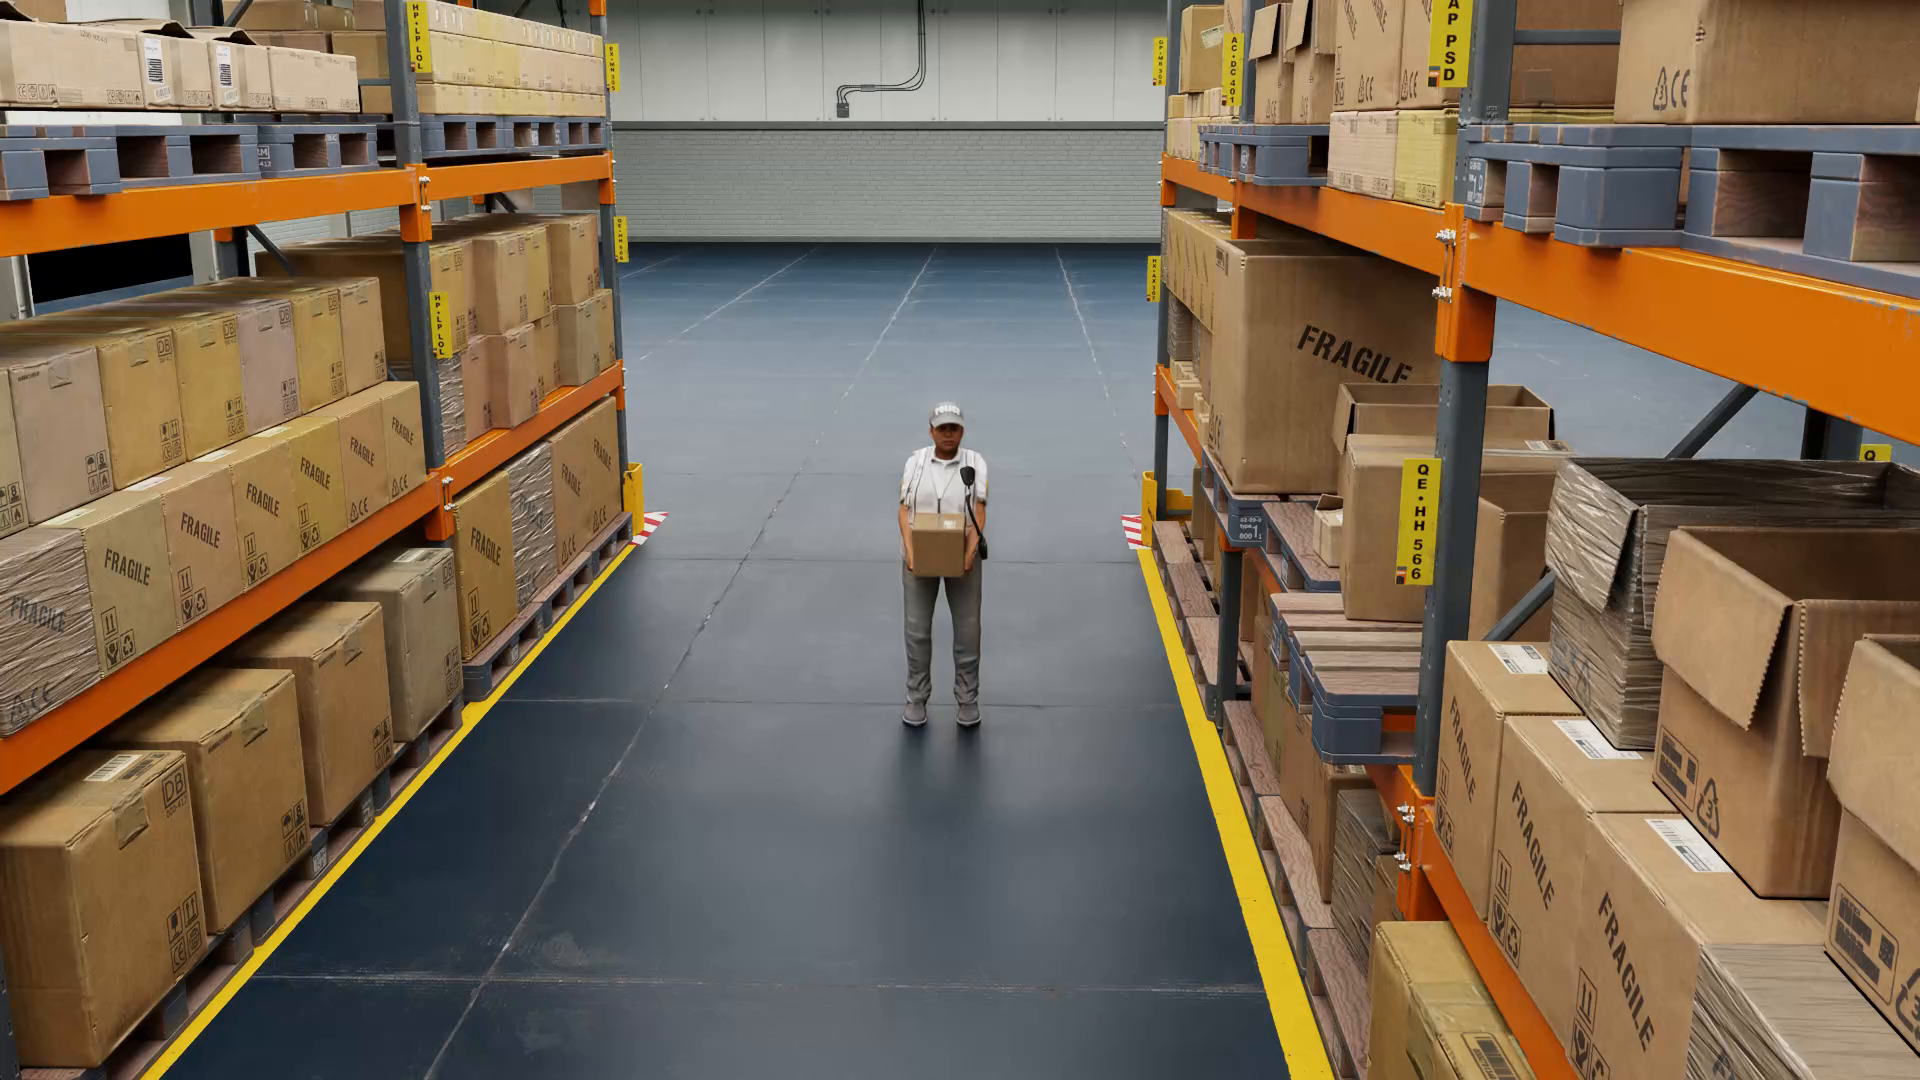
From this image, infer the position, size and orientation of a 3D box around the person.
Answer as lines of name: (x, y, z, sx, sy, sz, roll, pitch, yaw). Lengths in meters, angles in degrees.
person: (-0.086, 0.137, 8.468, 0.452, 1.654, 0.535, 1, 14, 2)
